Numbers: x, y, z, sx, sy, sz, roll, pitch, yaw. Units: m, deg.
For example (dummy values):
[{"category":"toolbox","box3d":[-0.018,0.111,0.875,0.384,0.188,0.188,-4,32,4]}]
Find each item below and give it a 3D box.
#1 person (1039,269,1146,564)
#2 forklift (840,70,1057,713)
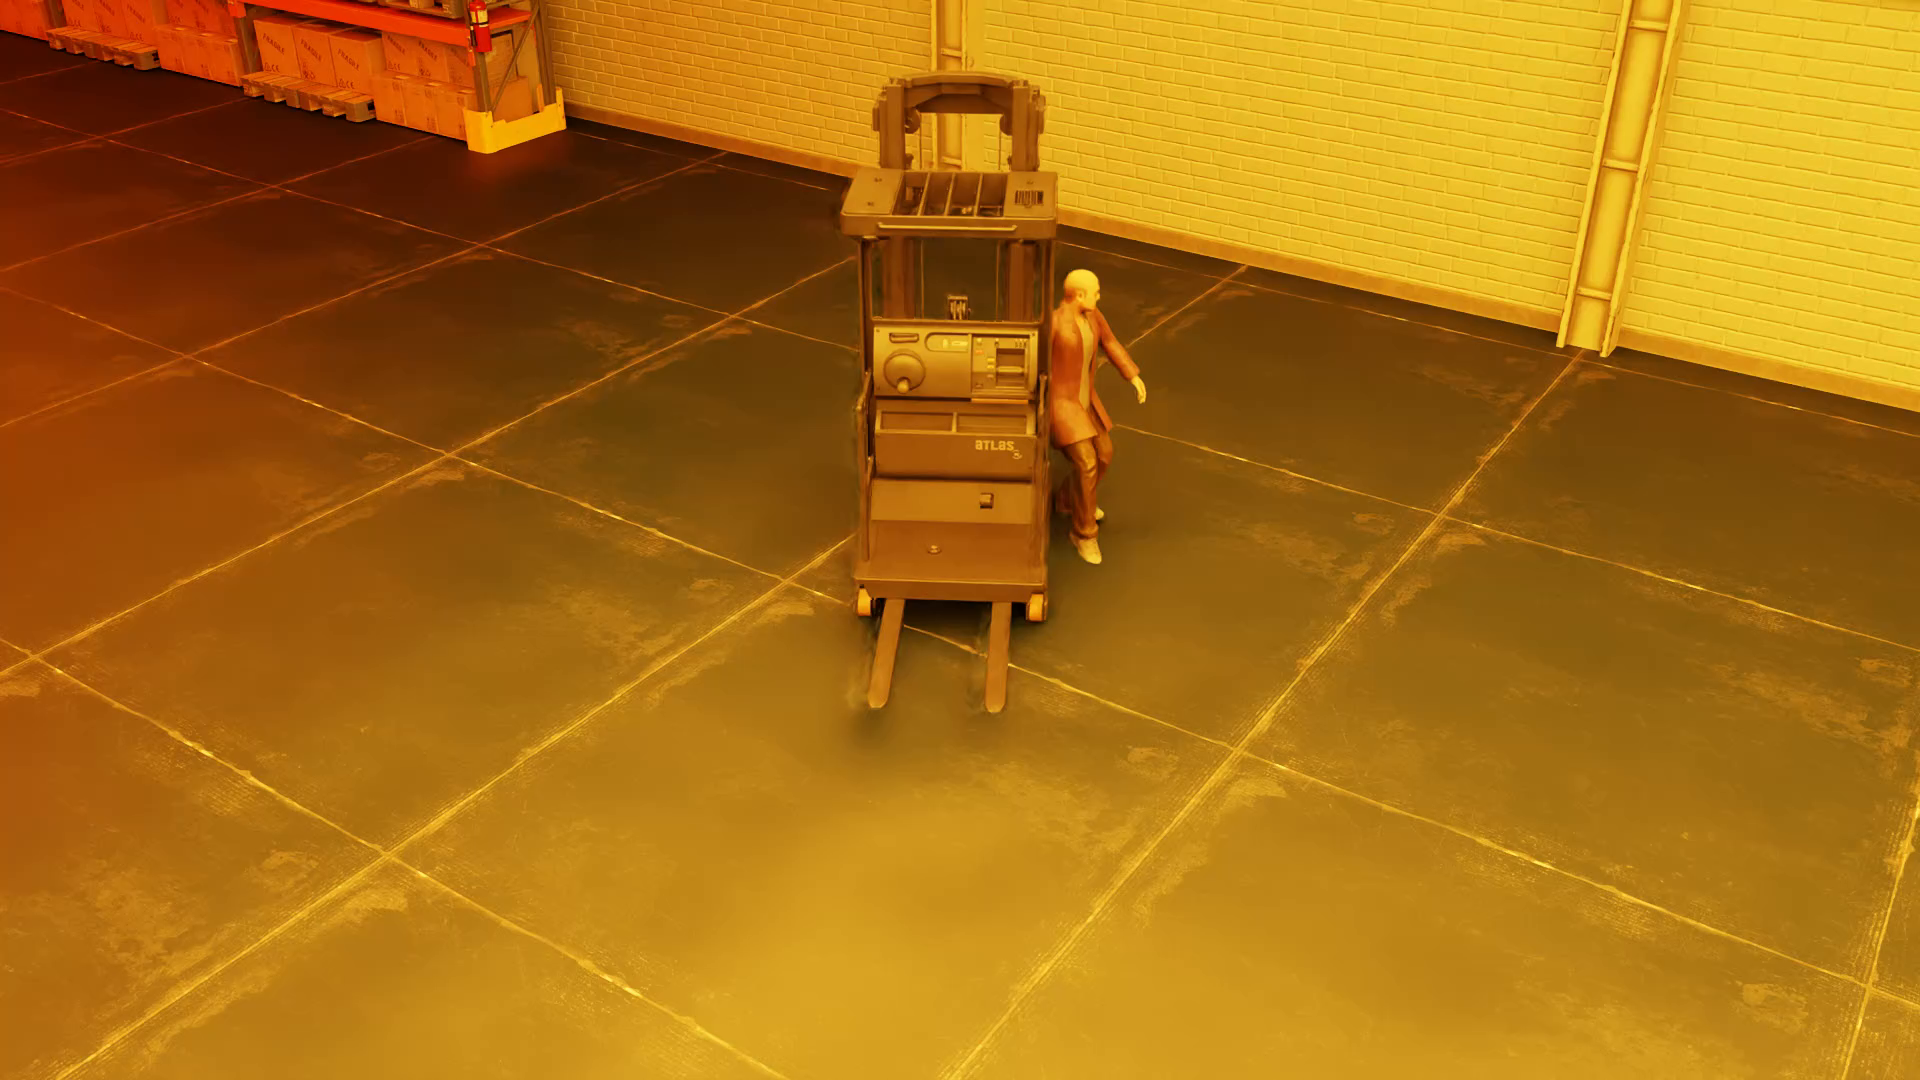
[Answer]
[{"category":"person","box3d":[0.791,-0.779,10.210,0.669,1.756,0.912,21,36,32]},{"category":"forklift","box3d":[-0.037,-0.961,9.237,1.130,2.935,3.031,2,30,3]}]
